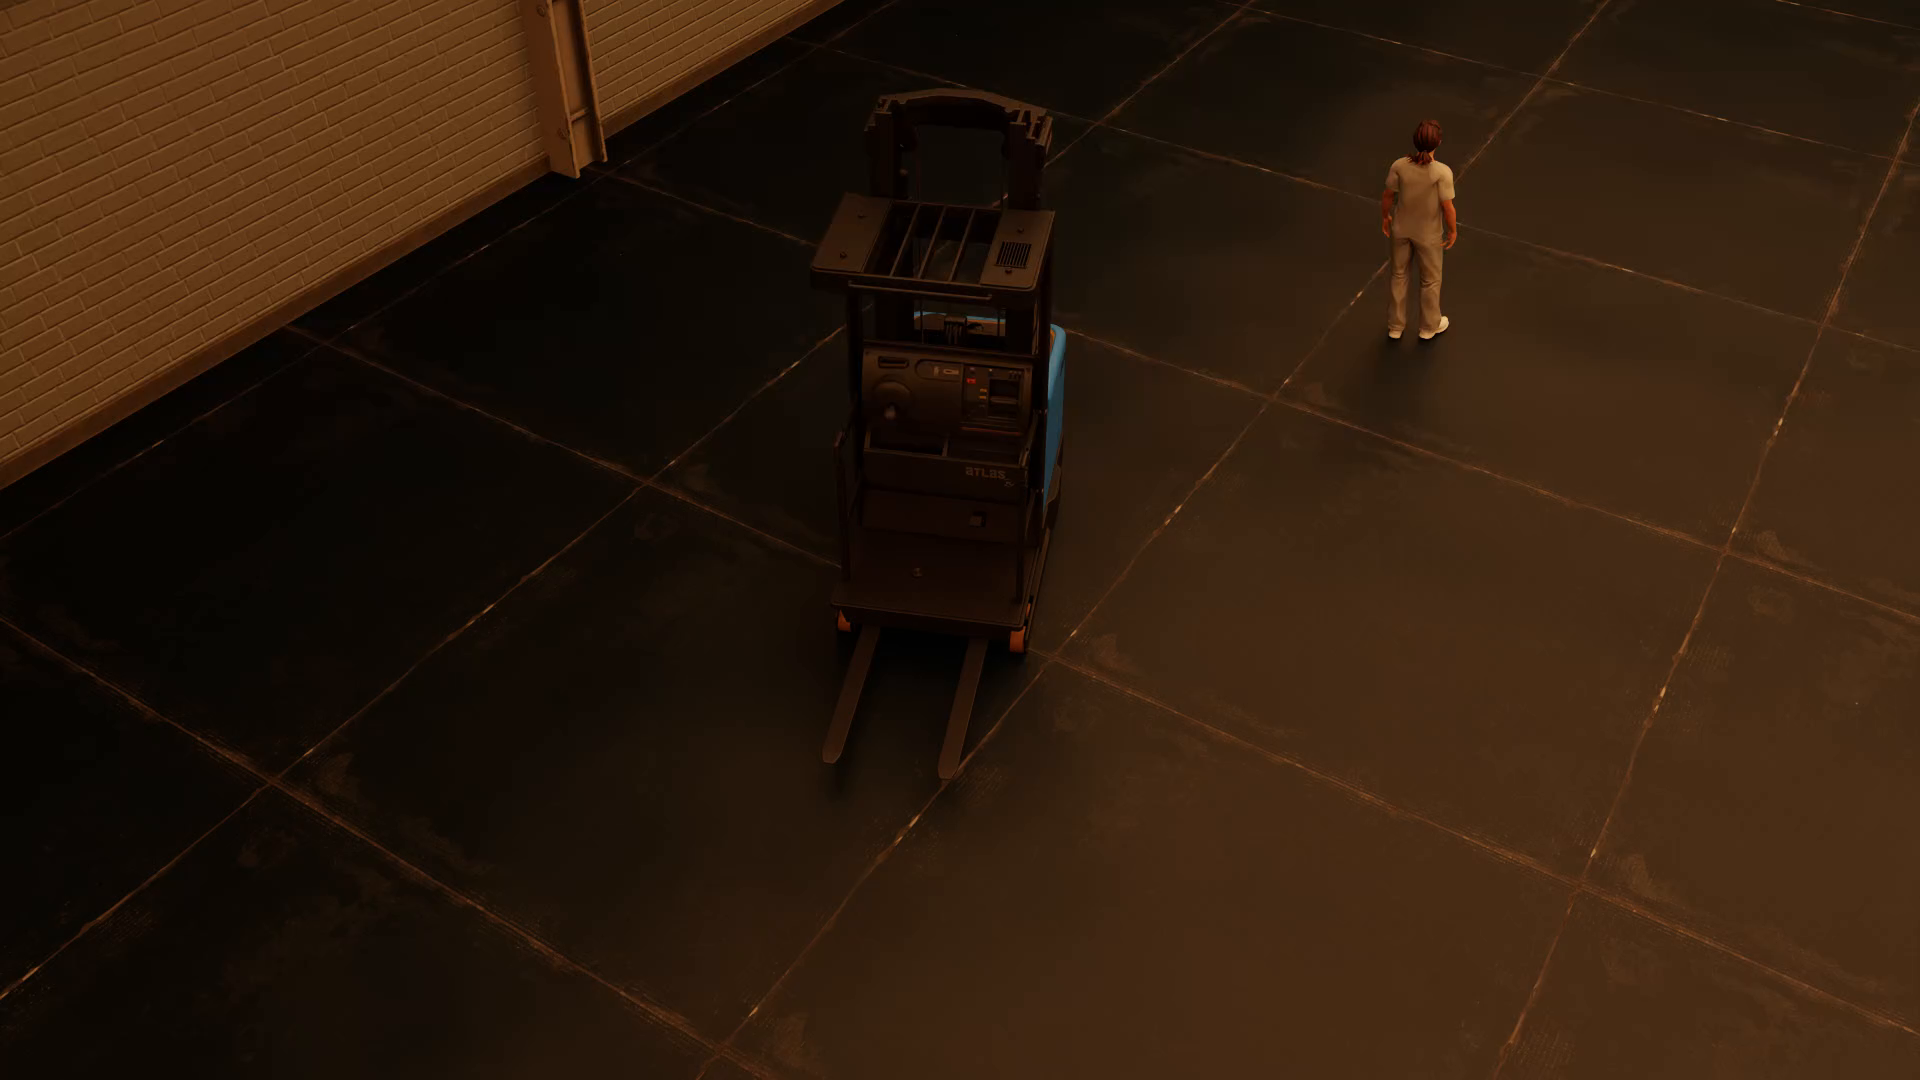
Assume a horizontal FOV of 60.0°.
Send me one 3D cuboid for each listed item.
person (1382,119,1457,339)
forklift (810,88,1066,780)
[{"bbox_3d":[3.178,-2.152,11.466,0.550,1.673,0.548,23,45,25],"label":"person"},{"bbox_3d":[-0.108,-0.731,8.830,1.130,2.935,3.031,7,41,8],"label":"forklift"}]
